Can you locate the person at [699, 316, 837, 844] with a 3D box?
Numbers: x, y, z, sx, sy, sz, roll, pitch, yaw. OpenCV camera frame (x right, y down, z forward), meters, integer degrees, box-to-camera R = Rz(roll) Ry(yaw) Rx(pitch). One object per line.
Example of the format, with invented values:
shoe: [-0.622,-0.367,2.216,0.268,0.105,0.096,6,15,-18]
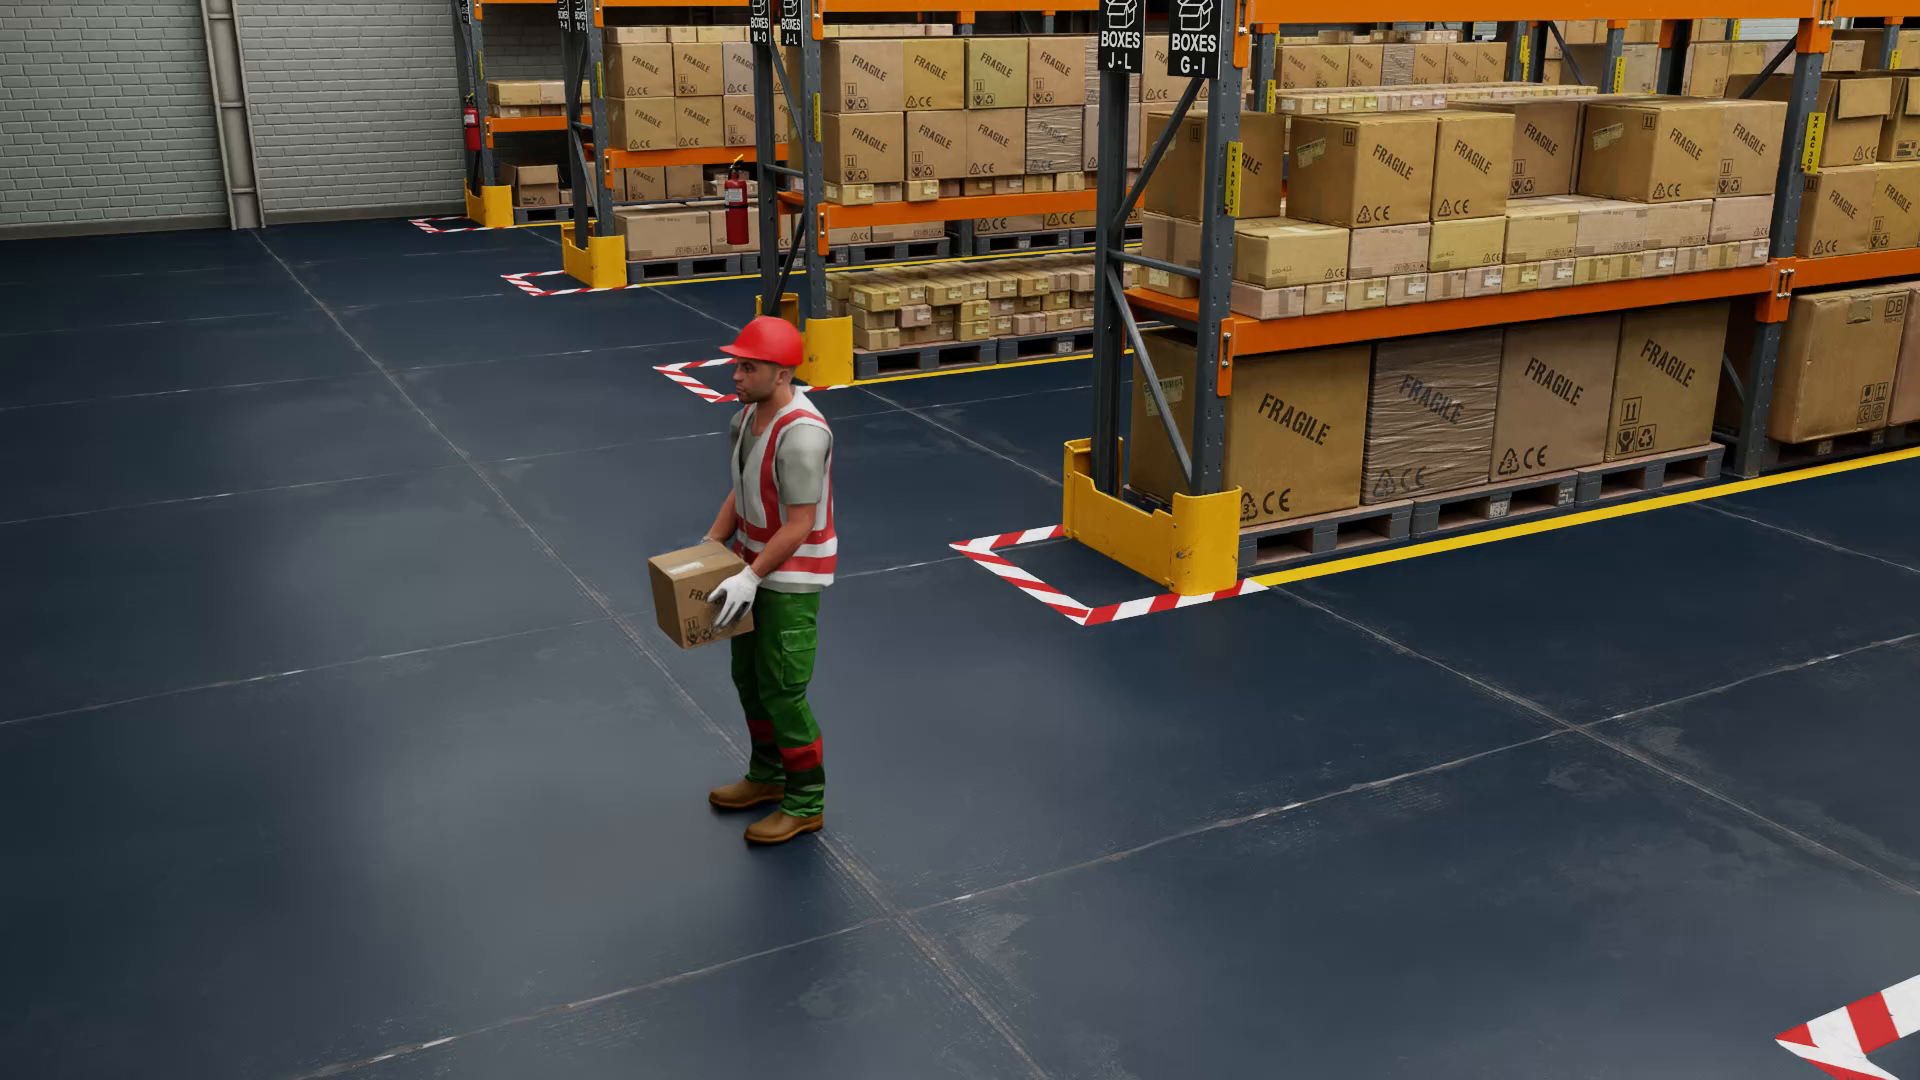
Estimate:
person: [-0.669,0.142,5.583,0.486,1.793,0.531,-10,21,-28]
